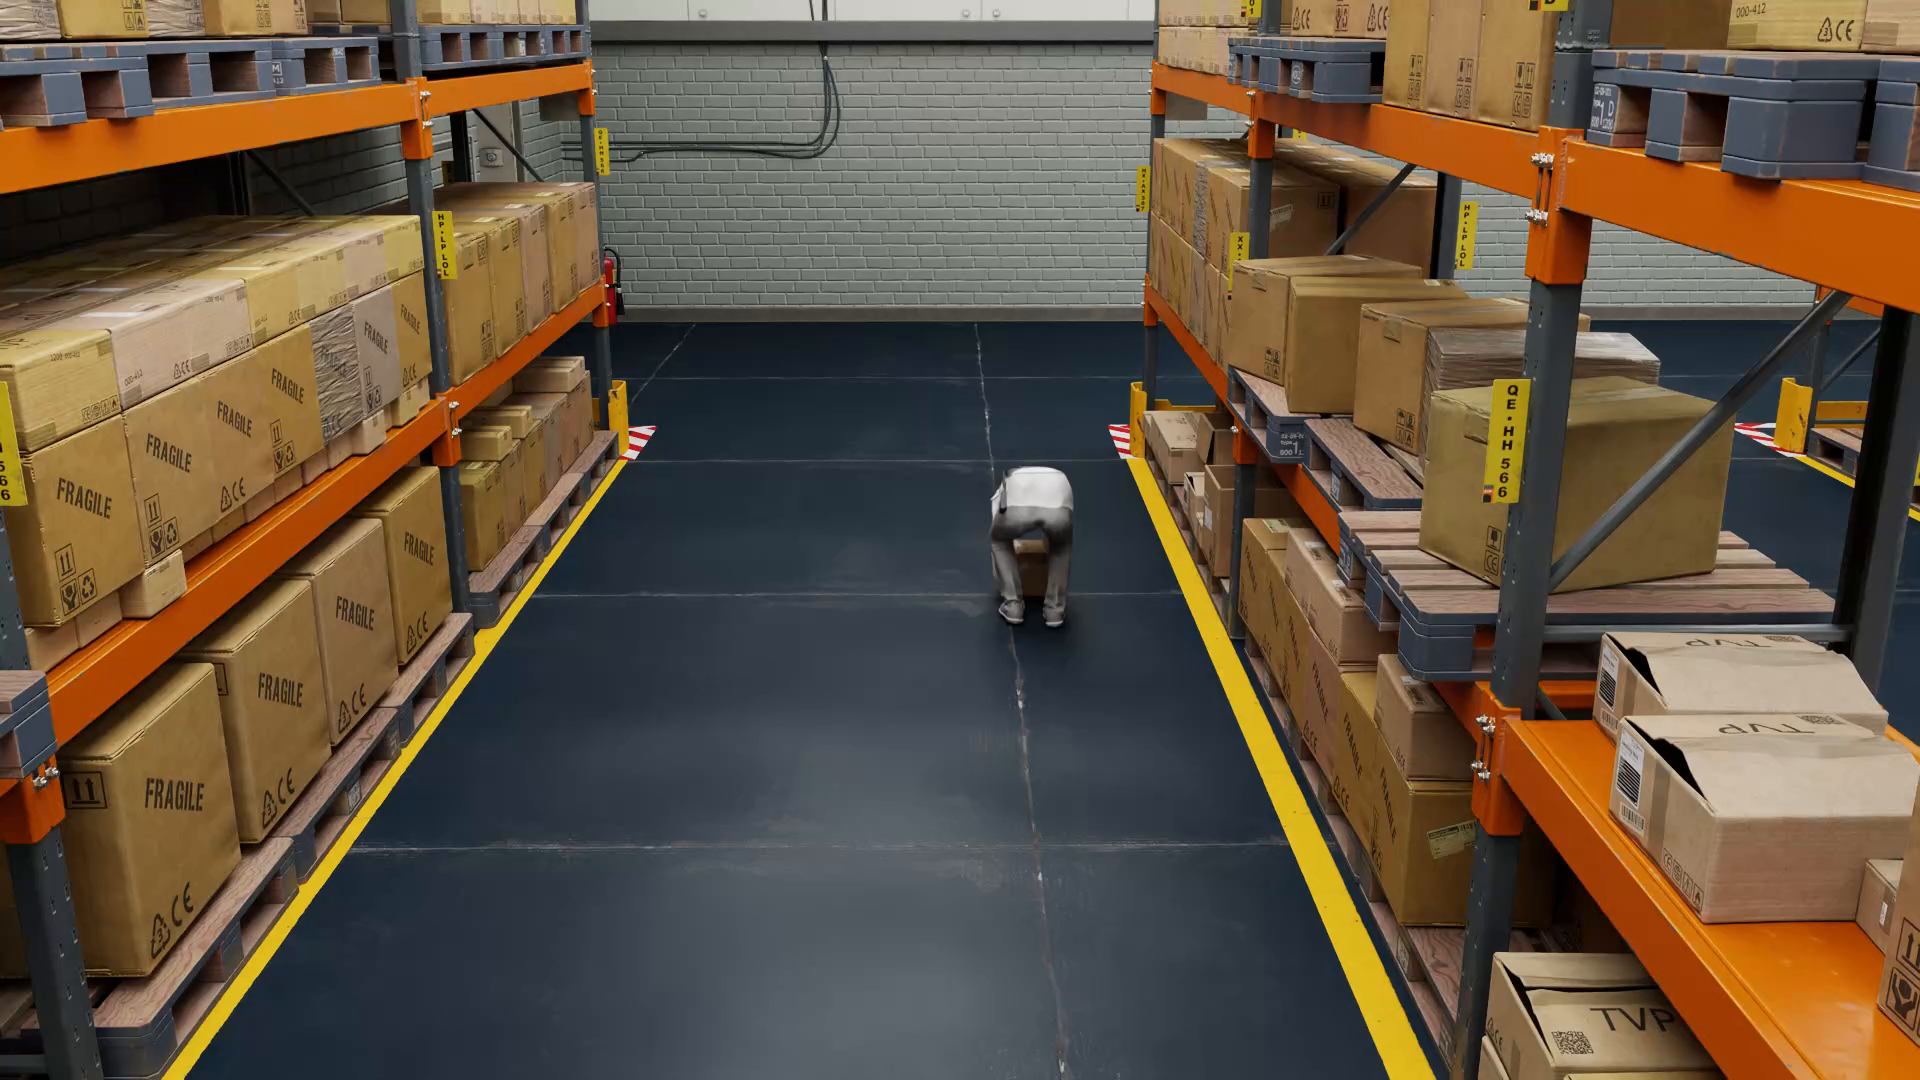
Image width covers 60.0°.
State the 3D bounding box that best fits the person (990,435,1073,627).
[{"bbox_3d":[0.382,-0.086,8.973,0.427,0.984,0.907,-1,17,-3],"label":"person"}]
